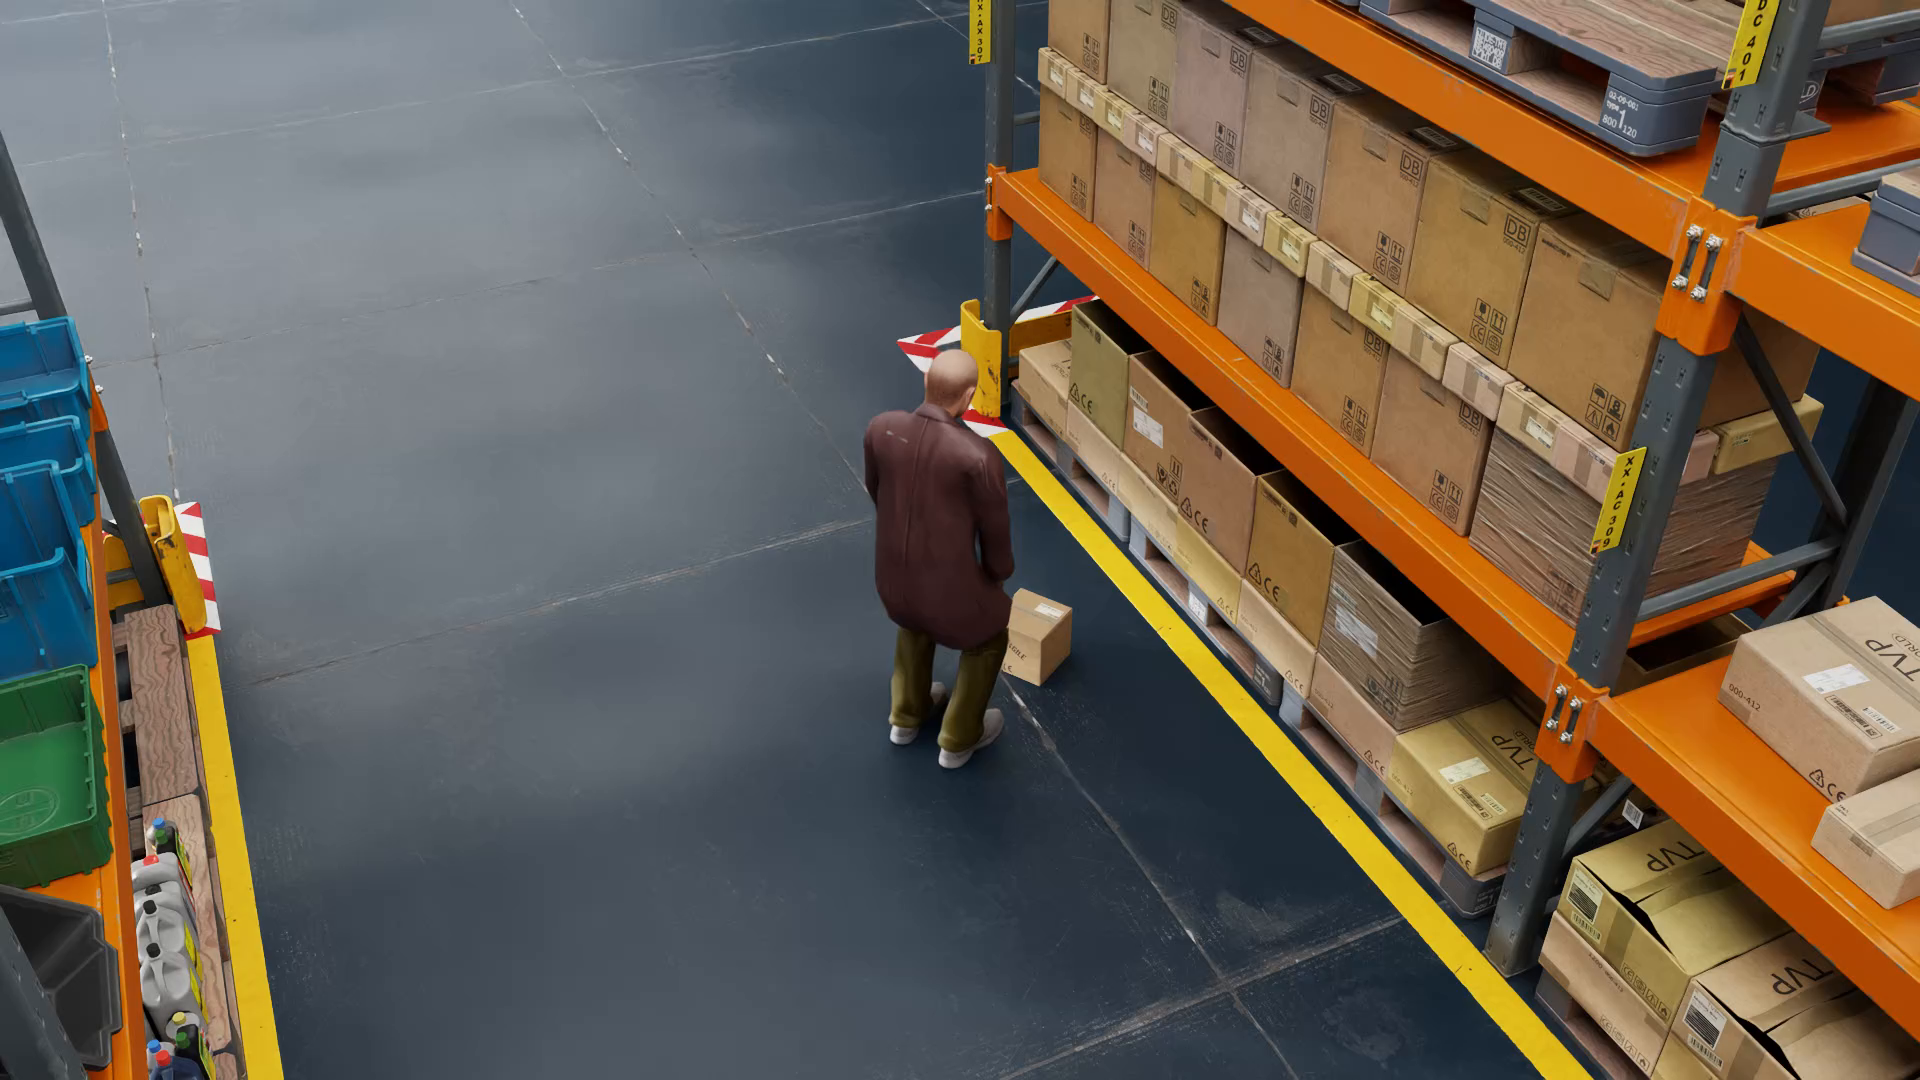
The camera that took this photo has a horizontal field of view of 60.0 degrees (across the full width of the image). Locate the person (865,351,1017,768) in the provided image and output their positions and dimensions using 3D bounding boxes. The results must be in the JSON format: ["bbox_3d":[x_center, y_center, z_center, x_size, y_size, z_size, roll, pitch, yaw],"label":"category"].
[{"bbox_3d":[-0.092,0.098,6.148,0.611,1.647,0.522,22,42,27],"label":"person"}]
